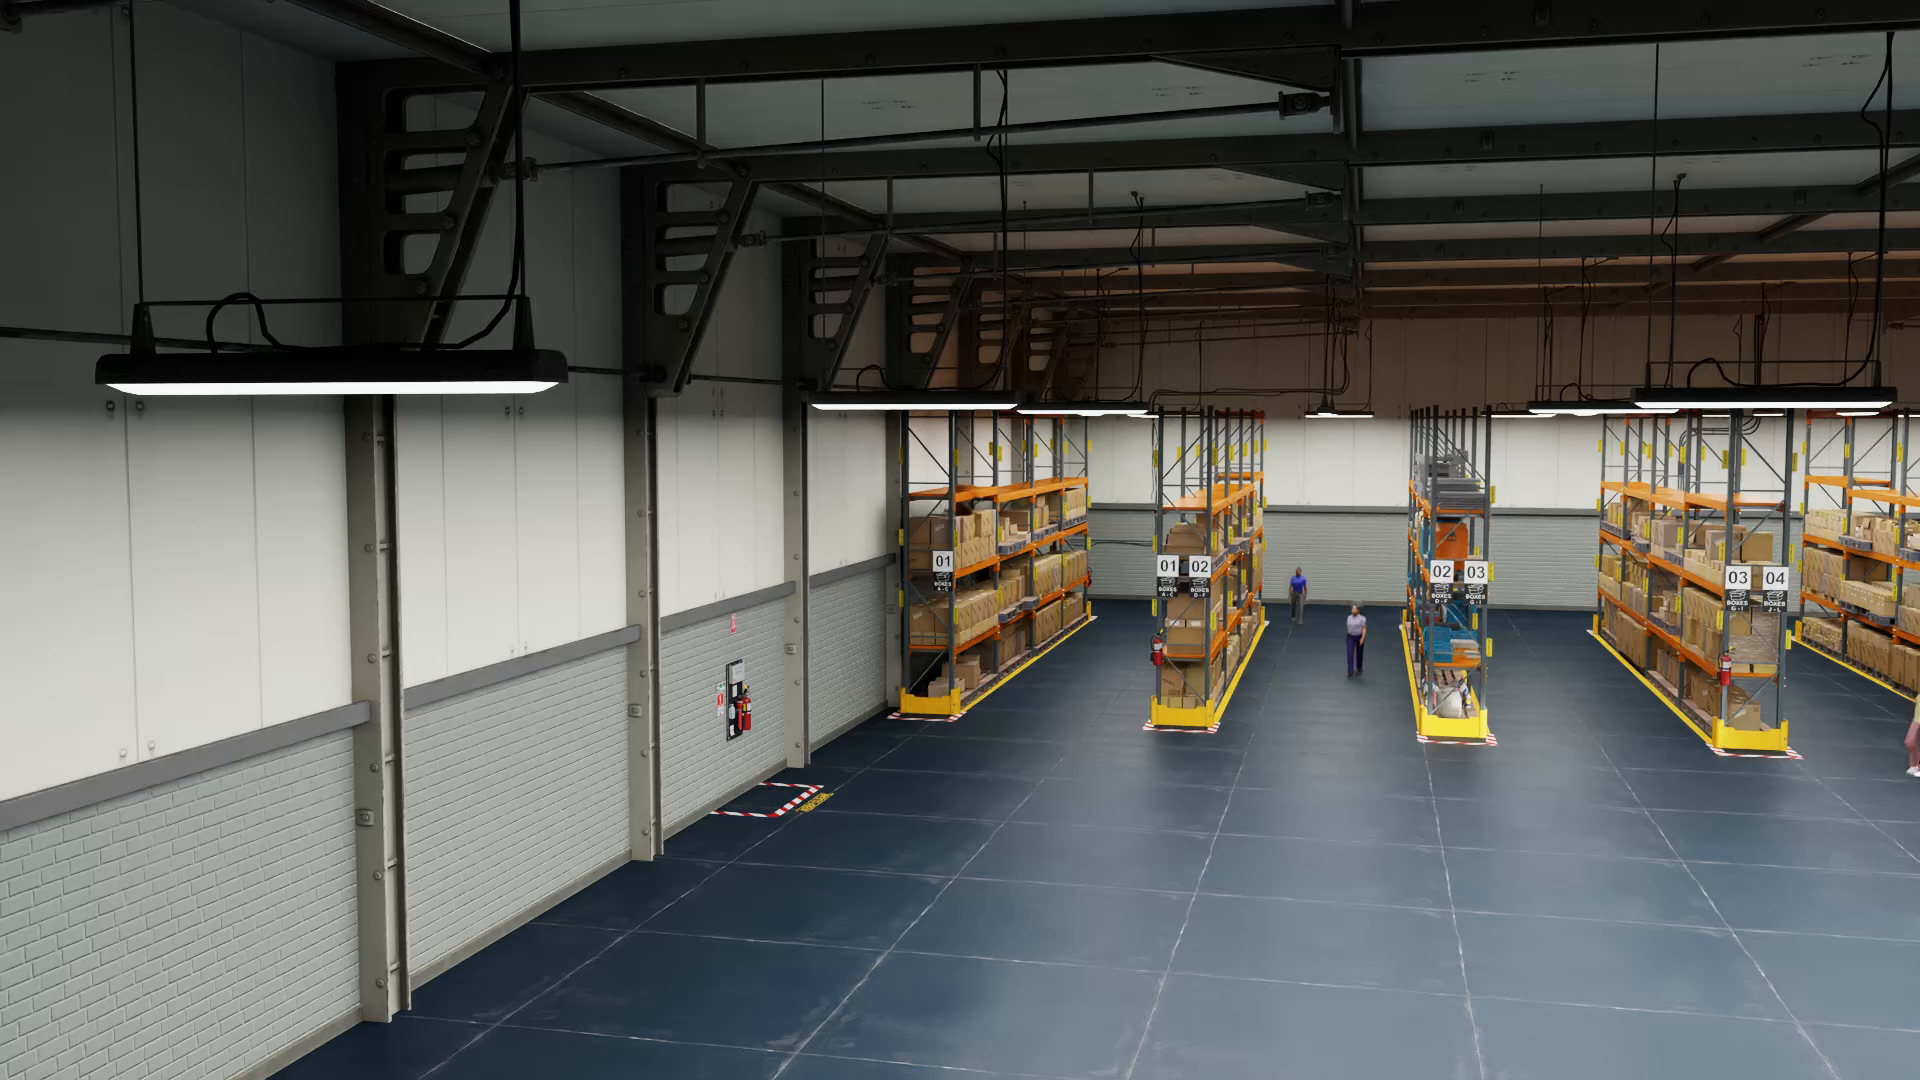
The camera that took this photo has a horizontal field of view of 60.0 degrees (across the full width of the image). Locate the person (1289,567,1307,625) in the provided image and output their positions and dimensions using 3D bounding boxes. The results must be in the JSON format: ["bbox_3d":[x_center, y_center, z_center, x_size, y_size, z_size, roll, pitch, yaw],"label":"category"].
[{"bbox_3d":[9.501,1.564,46.780,0.513,1.612,0.959,1,4,7],"label":"person"}]

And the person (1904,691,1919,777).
[{"bbox_3d":[15.541,2.986,26.816,0.486,1.697,0.493,-2,5,-30],"label":"person"}]

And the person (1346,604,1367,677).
[{"bbox_3d":[8.901,2.242,37.349,0.442,1.596,0.988,1,4,13],"label":"person"}]
